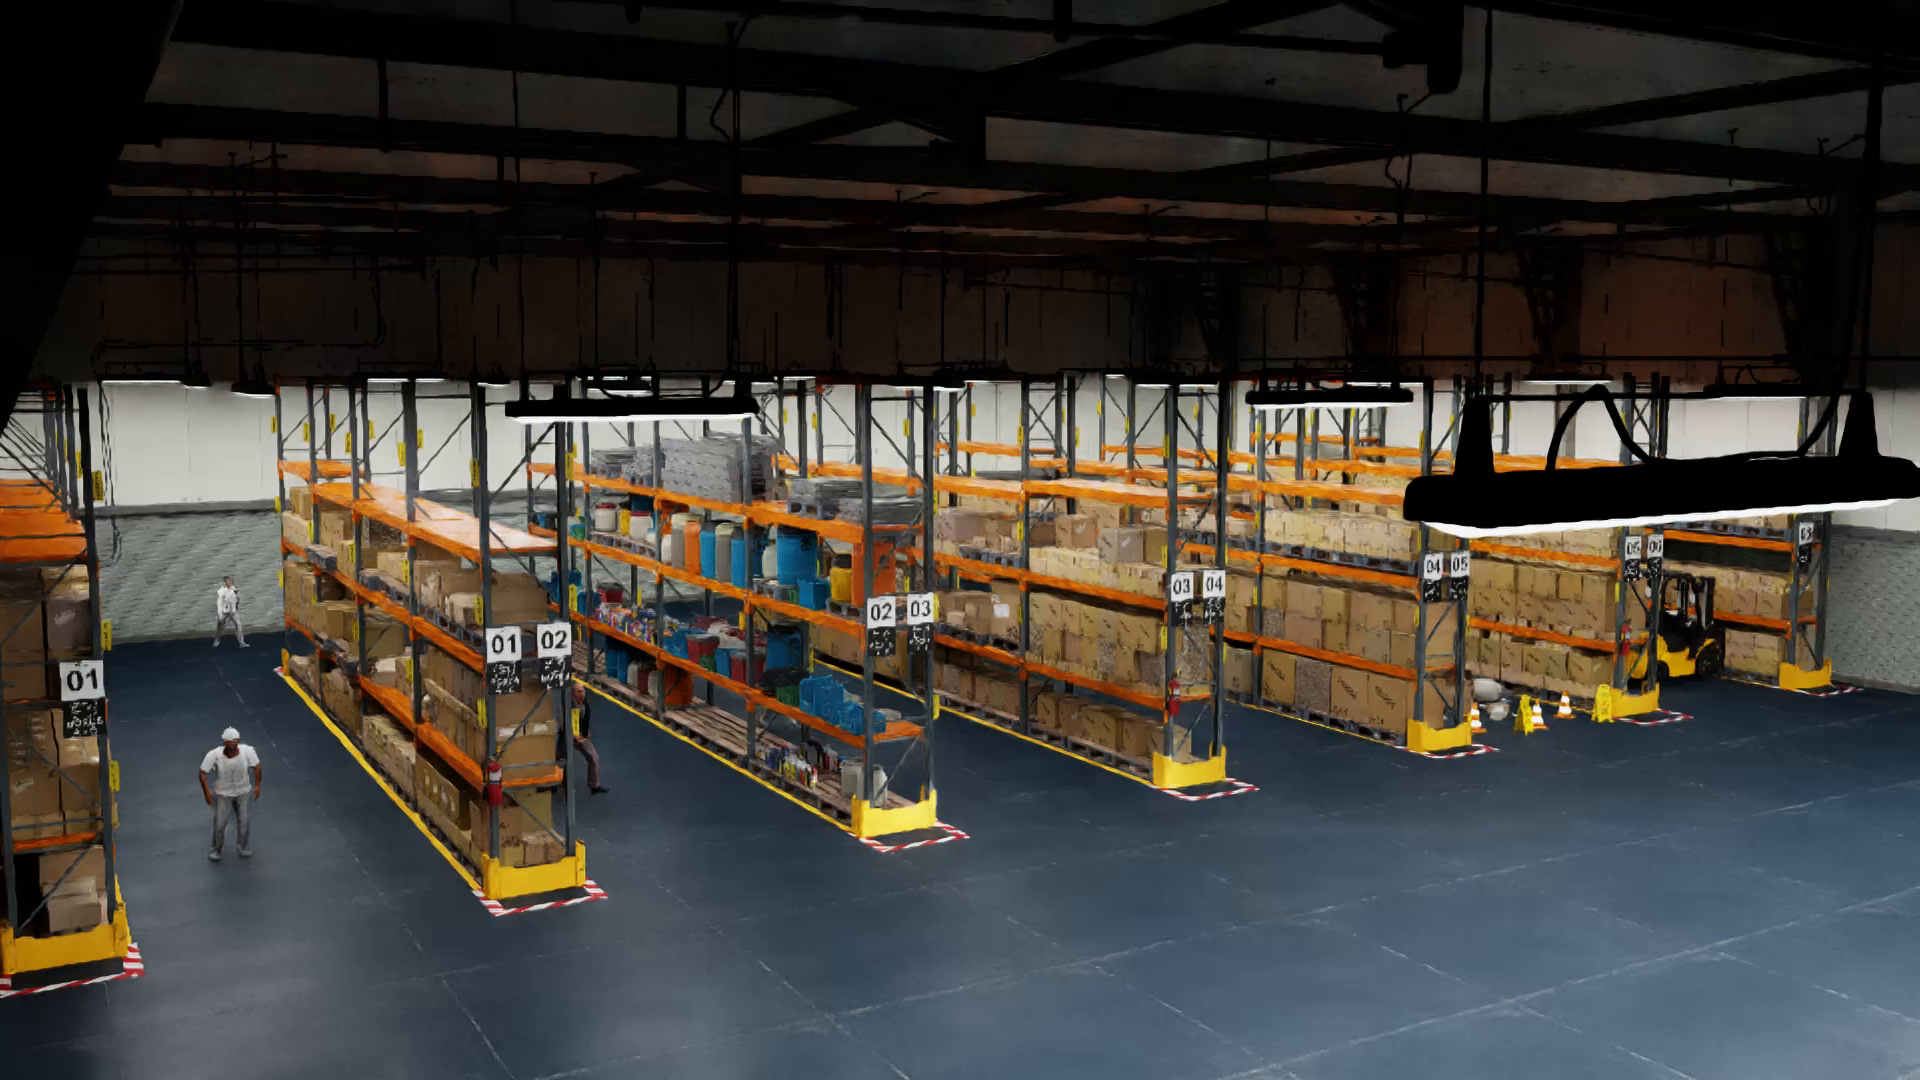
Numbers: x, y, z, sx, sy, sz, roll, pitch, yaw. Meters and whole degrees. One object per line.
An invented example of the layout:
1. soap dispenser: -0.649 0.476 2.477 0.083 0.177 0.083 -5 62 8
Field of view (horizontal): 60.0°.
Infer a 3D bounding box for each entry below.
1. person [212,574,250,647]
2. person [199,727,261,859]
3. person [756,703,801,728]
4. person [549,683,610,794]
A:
1. person: -16.008 1.548 36.381 0.936 1.626 0.526 5 8 37
2. person: -9.207 3.192 21.012 0.719 1.714 0.578 -4 7 -31
3. person: -3.134 2.416 28.430 0.490 1.597 0.999 -5 8 -38
4. person: -5.590 2.866 24.114 0.844 1.662 0.682 6 8 43
